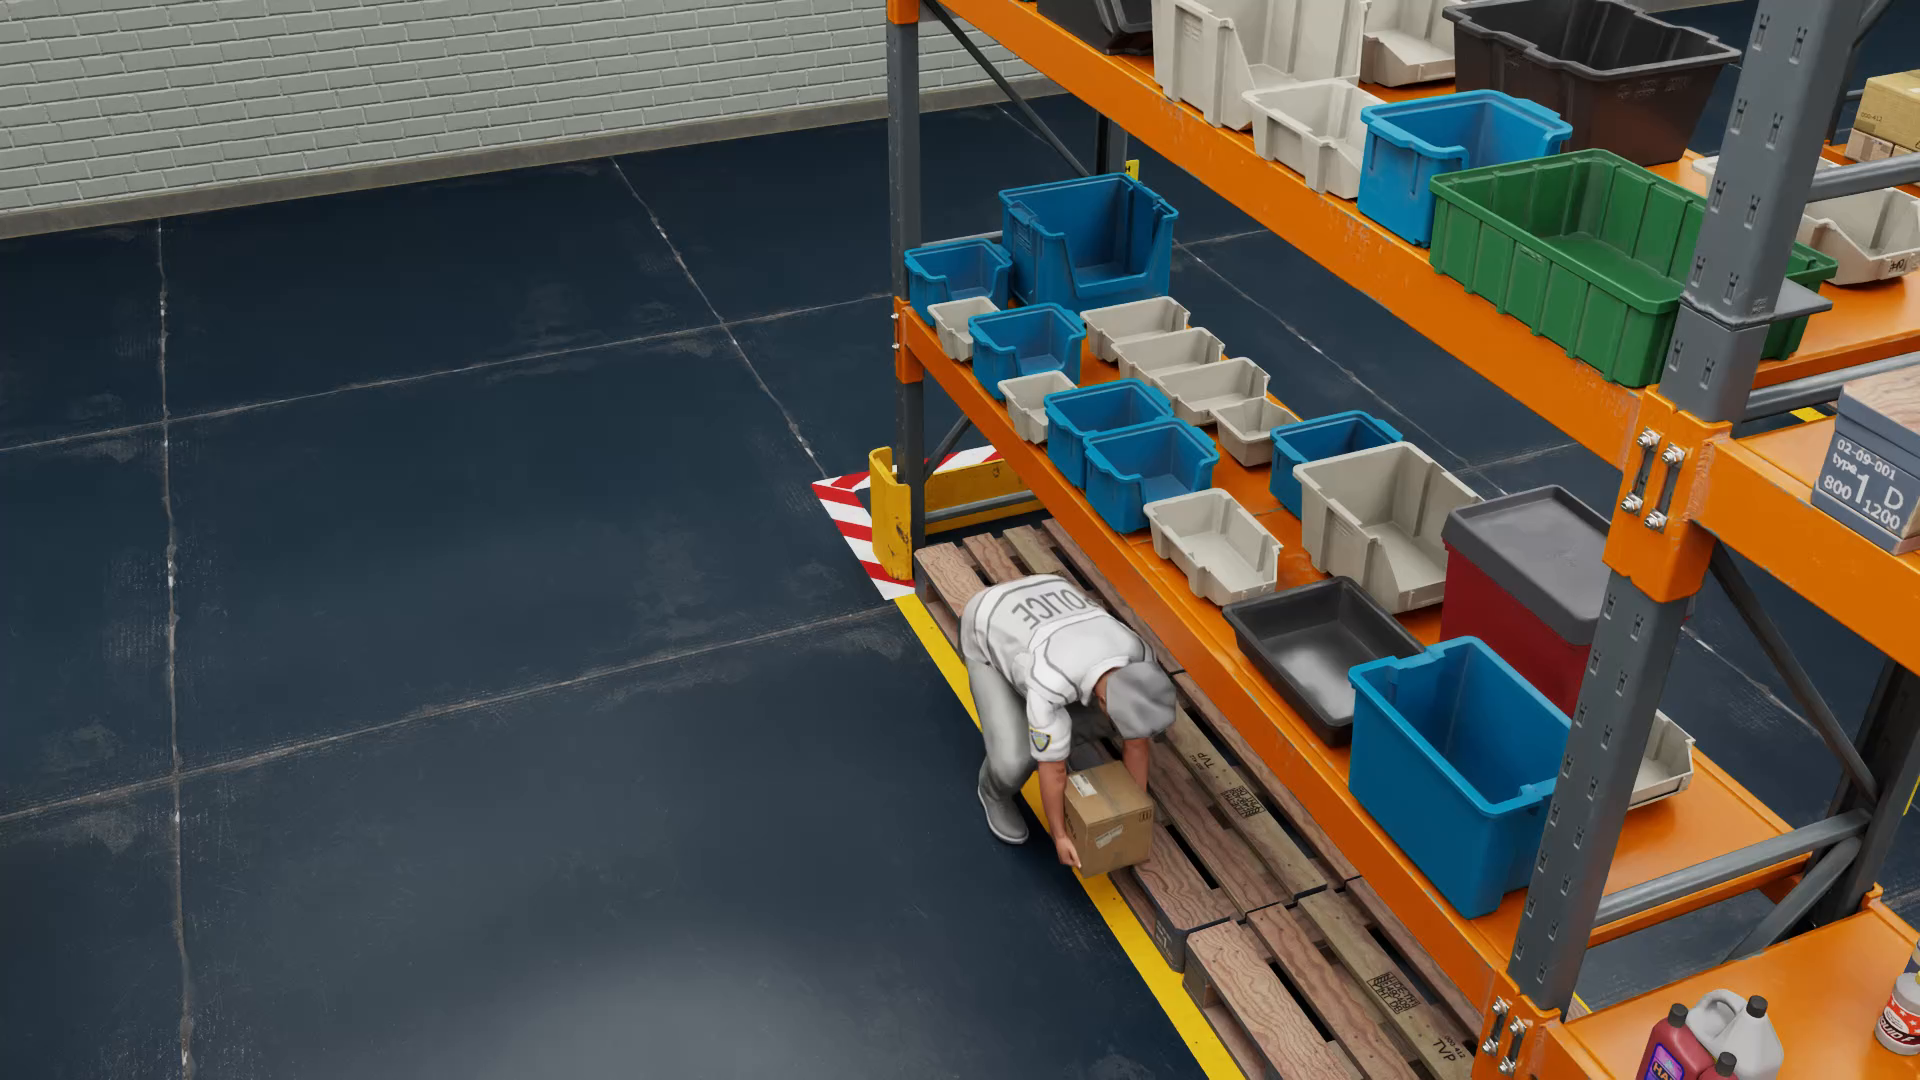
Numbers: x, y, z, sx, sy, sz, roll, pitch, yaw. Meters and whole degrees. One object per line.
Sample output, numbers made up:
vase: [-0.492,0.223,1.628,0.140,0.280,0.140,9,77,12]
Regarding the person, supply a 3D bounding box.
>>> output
person: [0.373,0.654,5.786,0.553,1.043,1.026,-15,36,-21]
